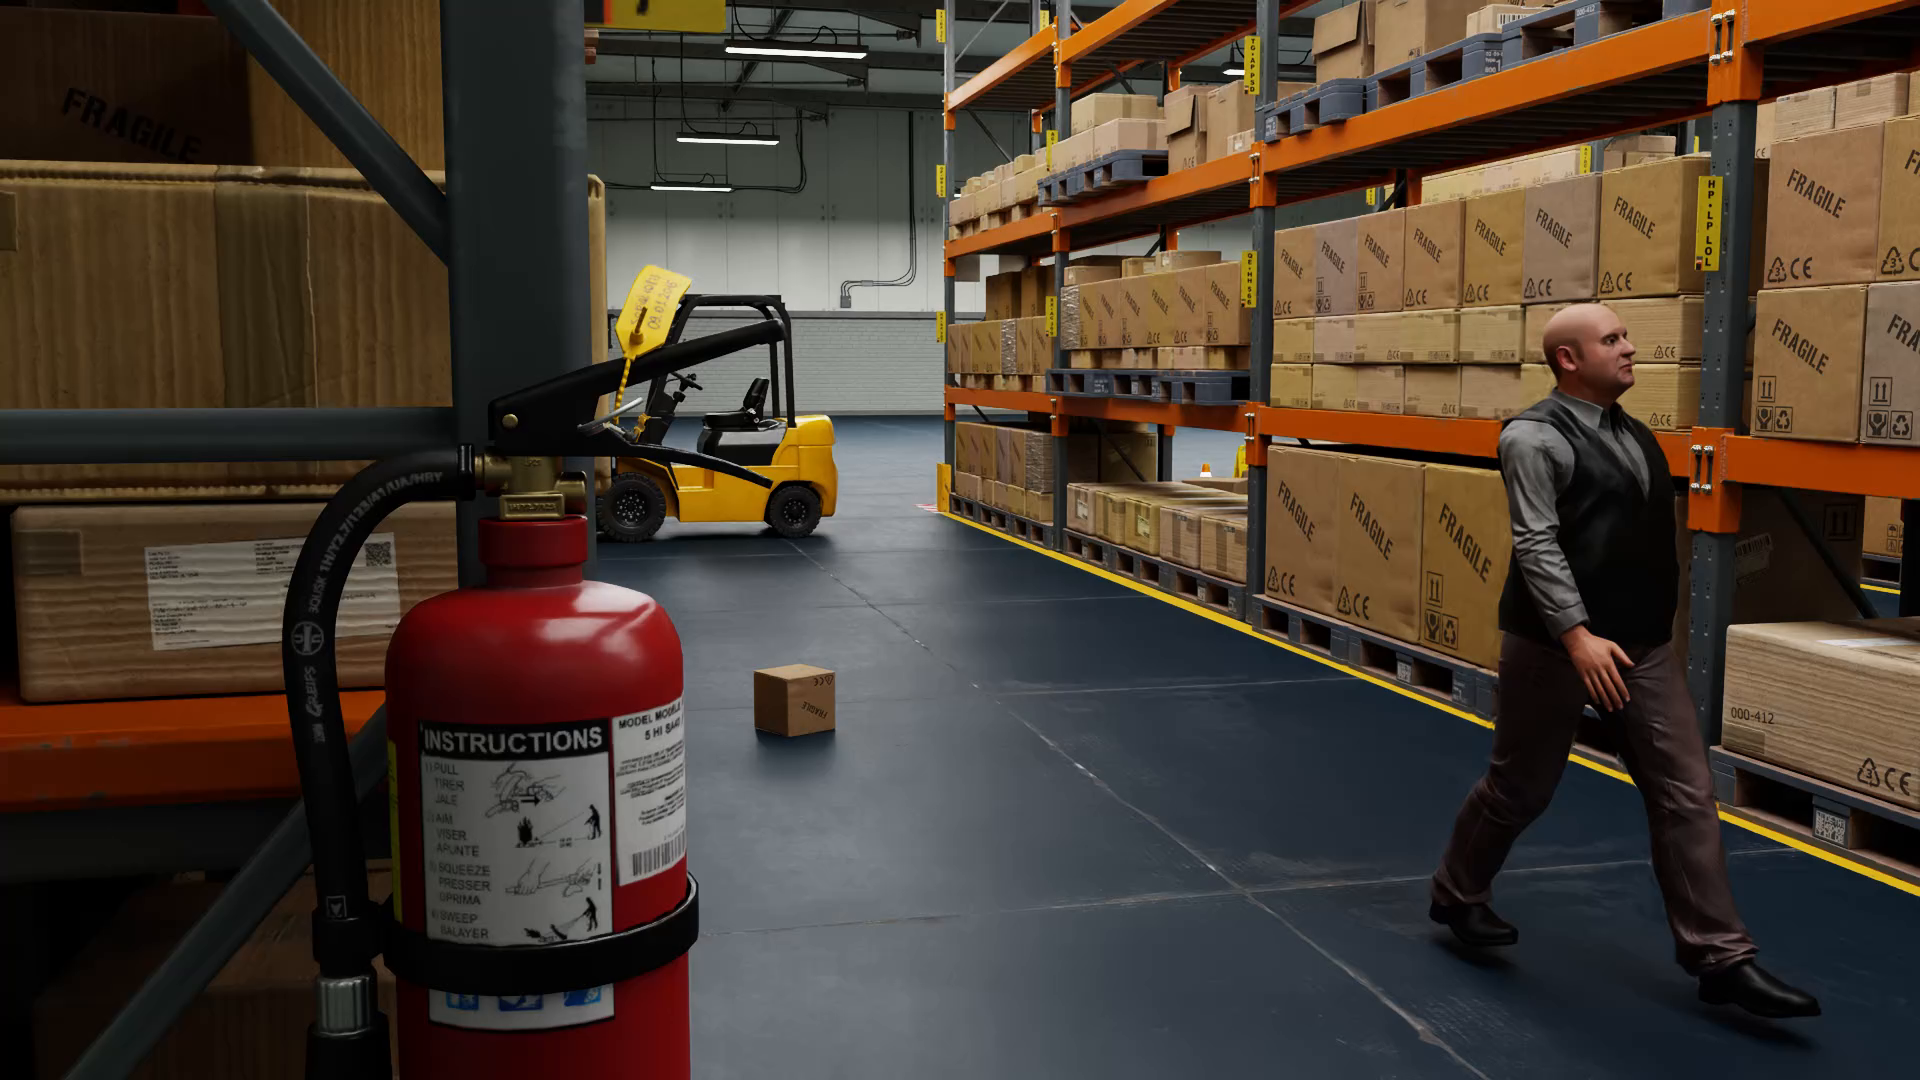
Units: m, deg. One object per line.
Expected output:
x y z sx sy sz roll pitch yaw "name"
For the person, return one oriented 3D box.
1.586 0.300 4.055 0.544 1.592 1.004 -3 7 -28 "person"
